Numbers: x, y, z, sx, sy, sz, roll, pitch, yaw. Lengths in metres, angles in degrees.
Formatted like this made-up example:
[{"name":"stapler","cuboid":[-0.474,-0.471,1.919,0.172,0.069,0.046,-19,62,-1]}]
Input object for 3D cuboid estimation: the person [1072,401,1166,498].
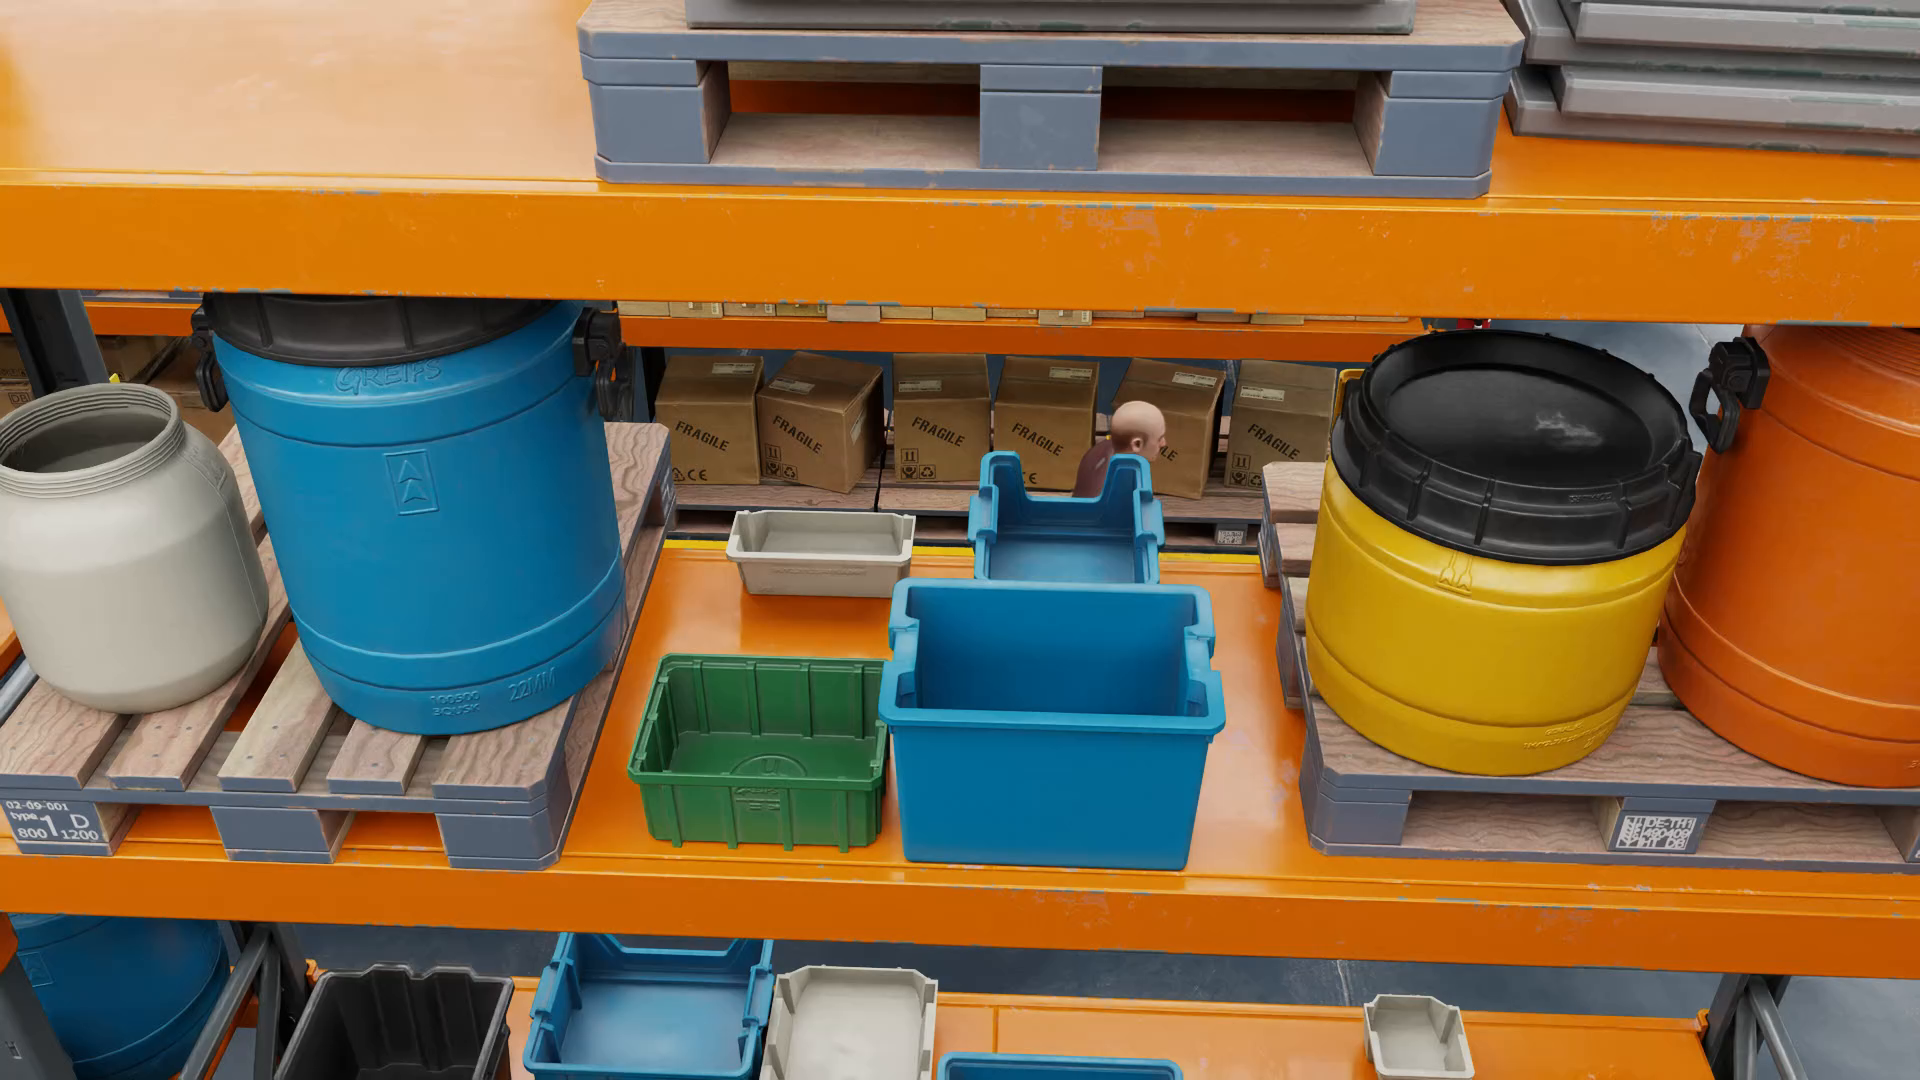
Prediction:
[{"name":"person","cuboid":[0.632,0.218,6.824,0.428,1.772,0.638,0,35,0]}]
